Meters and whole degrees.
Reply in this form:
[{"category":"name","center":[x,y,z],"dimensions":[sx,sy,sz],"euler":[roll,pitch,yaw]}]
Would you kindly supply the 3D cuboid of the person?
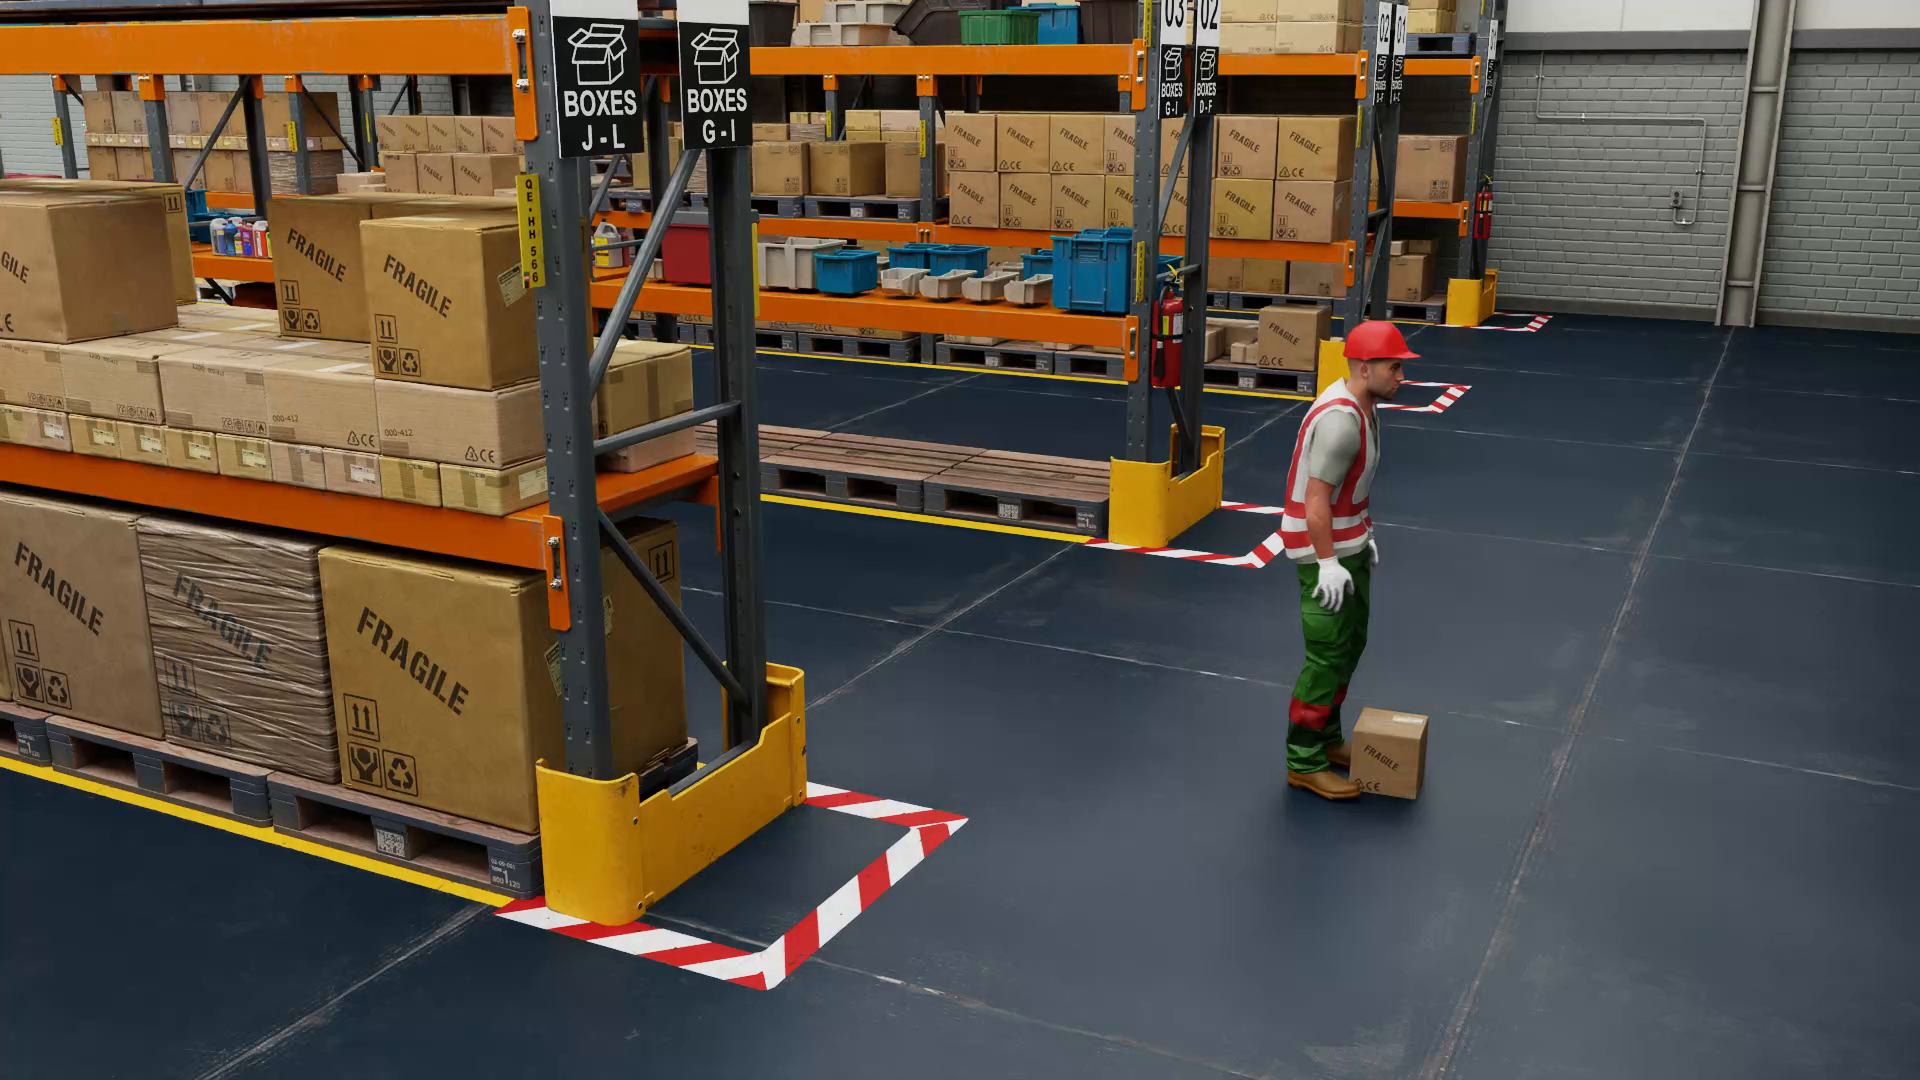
[{"category":"person","center":[1.454,0.057,6.297],"dimensions":[0.456,1.778,0.617],"euler":[7,17,25]}]
